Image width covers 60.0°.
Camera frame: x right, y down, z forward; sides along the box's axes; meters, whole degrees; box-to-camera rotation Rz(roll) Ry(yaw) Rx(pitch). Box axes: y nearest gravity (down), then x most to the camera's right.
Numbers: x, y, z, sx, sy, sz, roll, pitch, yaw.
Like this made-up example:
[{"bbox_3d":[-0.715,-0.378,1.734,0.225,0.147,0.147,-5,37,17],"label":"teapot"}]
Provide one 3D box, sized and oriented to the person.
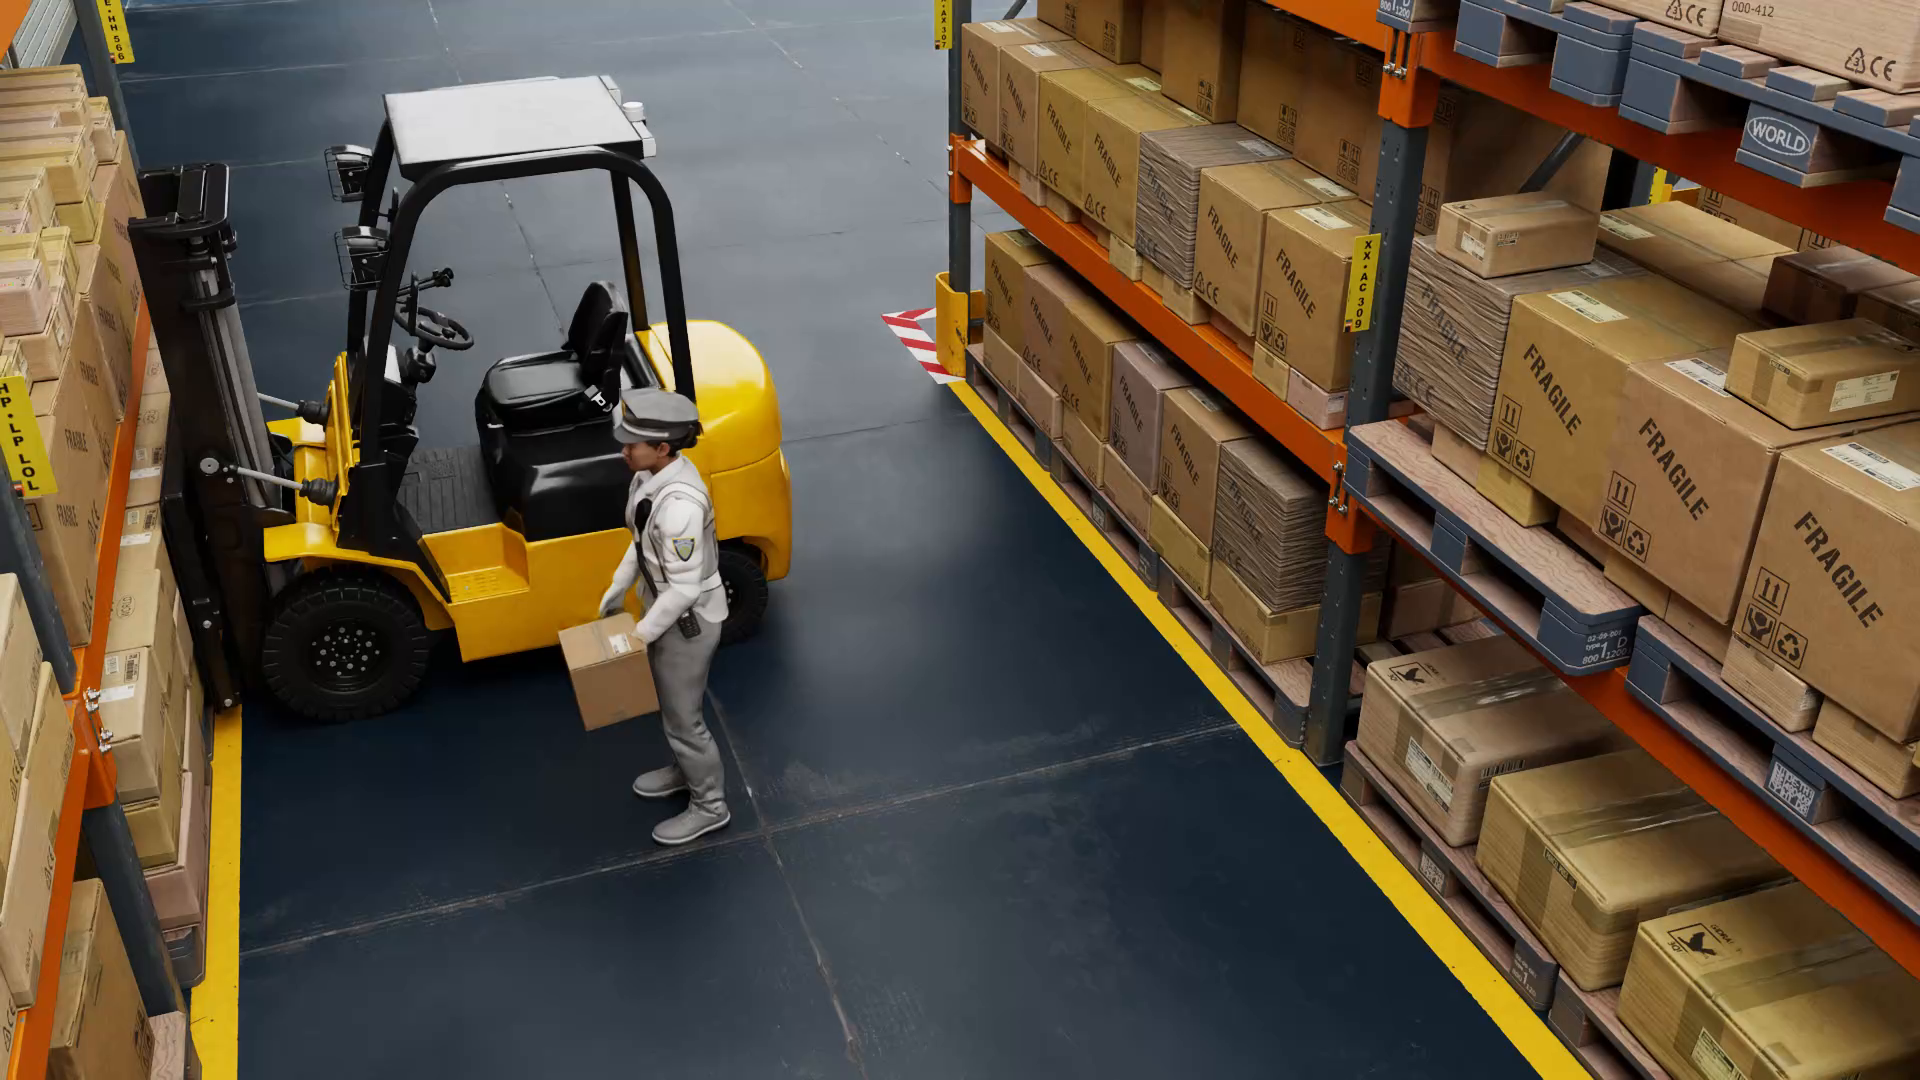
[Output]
[{"bbox_3d":[-1.000,0.267,5.644,0.411,1.684,0.500,-11,32,-18],"label":"person"}]
